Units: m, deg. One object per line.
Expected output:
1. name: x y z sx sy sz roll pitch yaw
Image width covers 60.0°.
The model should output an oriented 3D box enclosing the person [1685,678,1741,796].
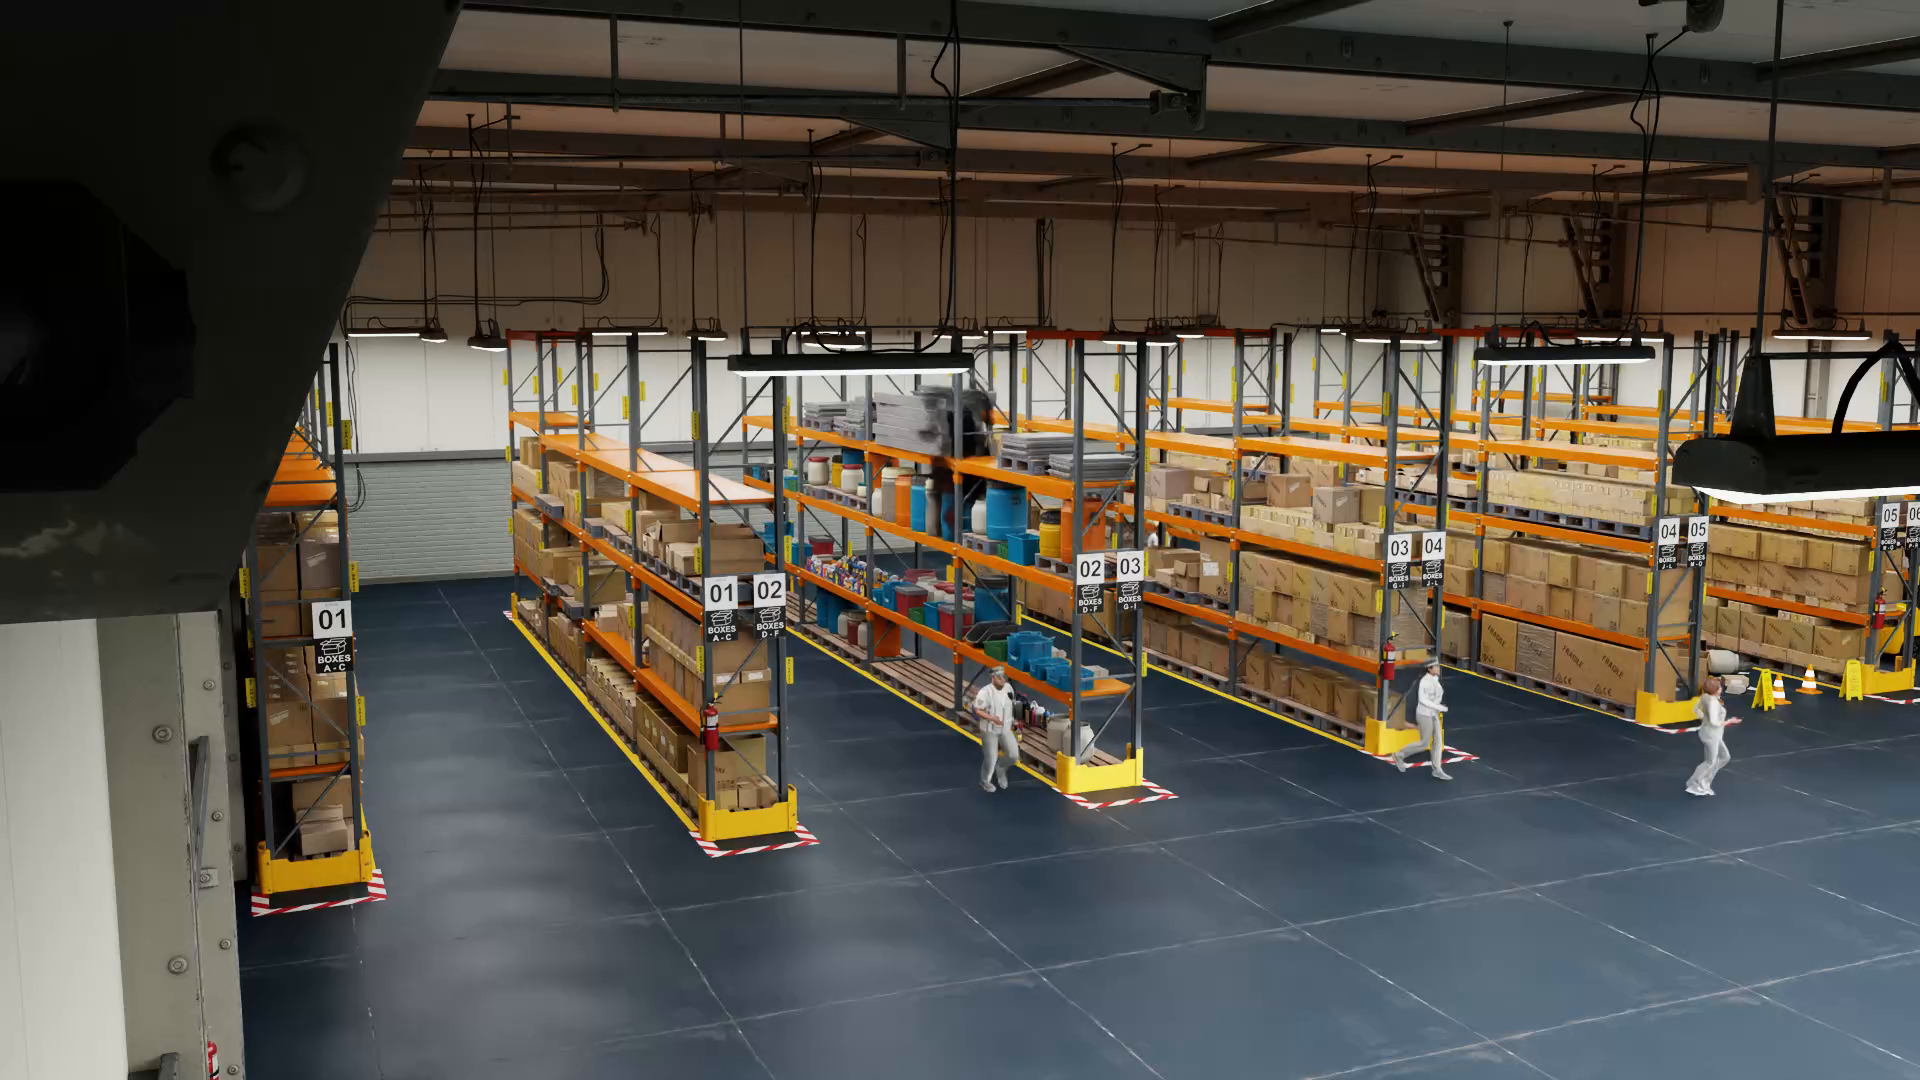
1. person: 9.871 2.603 21.781 0.613 1.571 0.516 3 8 18

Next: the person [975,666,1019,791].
1. person: 0.512 2.489 21.967 0.669 1.731 0.721 -4 9 -27

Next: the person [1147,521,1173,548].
1. person: 4.498 0.439 37.036 0.717 1.736 0.653 -3 8 -18

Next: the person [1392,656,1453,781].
1. person: 6.378 2.412 22.783 0.819 1.696 0.647 4 9 28
